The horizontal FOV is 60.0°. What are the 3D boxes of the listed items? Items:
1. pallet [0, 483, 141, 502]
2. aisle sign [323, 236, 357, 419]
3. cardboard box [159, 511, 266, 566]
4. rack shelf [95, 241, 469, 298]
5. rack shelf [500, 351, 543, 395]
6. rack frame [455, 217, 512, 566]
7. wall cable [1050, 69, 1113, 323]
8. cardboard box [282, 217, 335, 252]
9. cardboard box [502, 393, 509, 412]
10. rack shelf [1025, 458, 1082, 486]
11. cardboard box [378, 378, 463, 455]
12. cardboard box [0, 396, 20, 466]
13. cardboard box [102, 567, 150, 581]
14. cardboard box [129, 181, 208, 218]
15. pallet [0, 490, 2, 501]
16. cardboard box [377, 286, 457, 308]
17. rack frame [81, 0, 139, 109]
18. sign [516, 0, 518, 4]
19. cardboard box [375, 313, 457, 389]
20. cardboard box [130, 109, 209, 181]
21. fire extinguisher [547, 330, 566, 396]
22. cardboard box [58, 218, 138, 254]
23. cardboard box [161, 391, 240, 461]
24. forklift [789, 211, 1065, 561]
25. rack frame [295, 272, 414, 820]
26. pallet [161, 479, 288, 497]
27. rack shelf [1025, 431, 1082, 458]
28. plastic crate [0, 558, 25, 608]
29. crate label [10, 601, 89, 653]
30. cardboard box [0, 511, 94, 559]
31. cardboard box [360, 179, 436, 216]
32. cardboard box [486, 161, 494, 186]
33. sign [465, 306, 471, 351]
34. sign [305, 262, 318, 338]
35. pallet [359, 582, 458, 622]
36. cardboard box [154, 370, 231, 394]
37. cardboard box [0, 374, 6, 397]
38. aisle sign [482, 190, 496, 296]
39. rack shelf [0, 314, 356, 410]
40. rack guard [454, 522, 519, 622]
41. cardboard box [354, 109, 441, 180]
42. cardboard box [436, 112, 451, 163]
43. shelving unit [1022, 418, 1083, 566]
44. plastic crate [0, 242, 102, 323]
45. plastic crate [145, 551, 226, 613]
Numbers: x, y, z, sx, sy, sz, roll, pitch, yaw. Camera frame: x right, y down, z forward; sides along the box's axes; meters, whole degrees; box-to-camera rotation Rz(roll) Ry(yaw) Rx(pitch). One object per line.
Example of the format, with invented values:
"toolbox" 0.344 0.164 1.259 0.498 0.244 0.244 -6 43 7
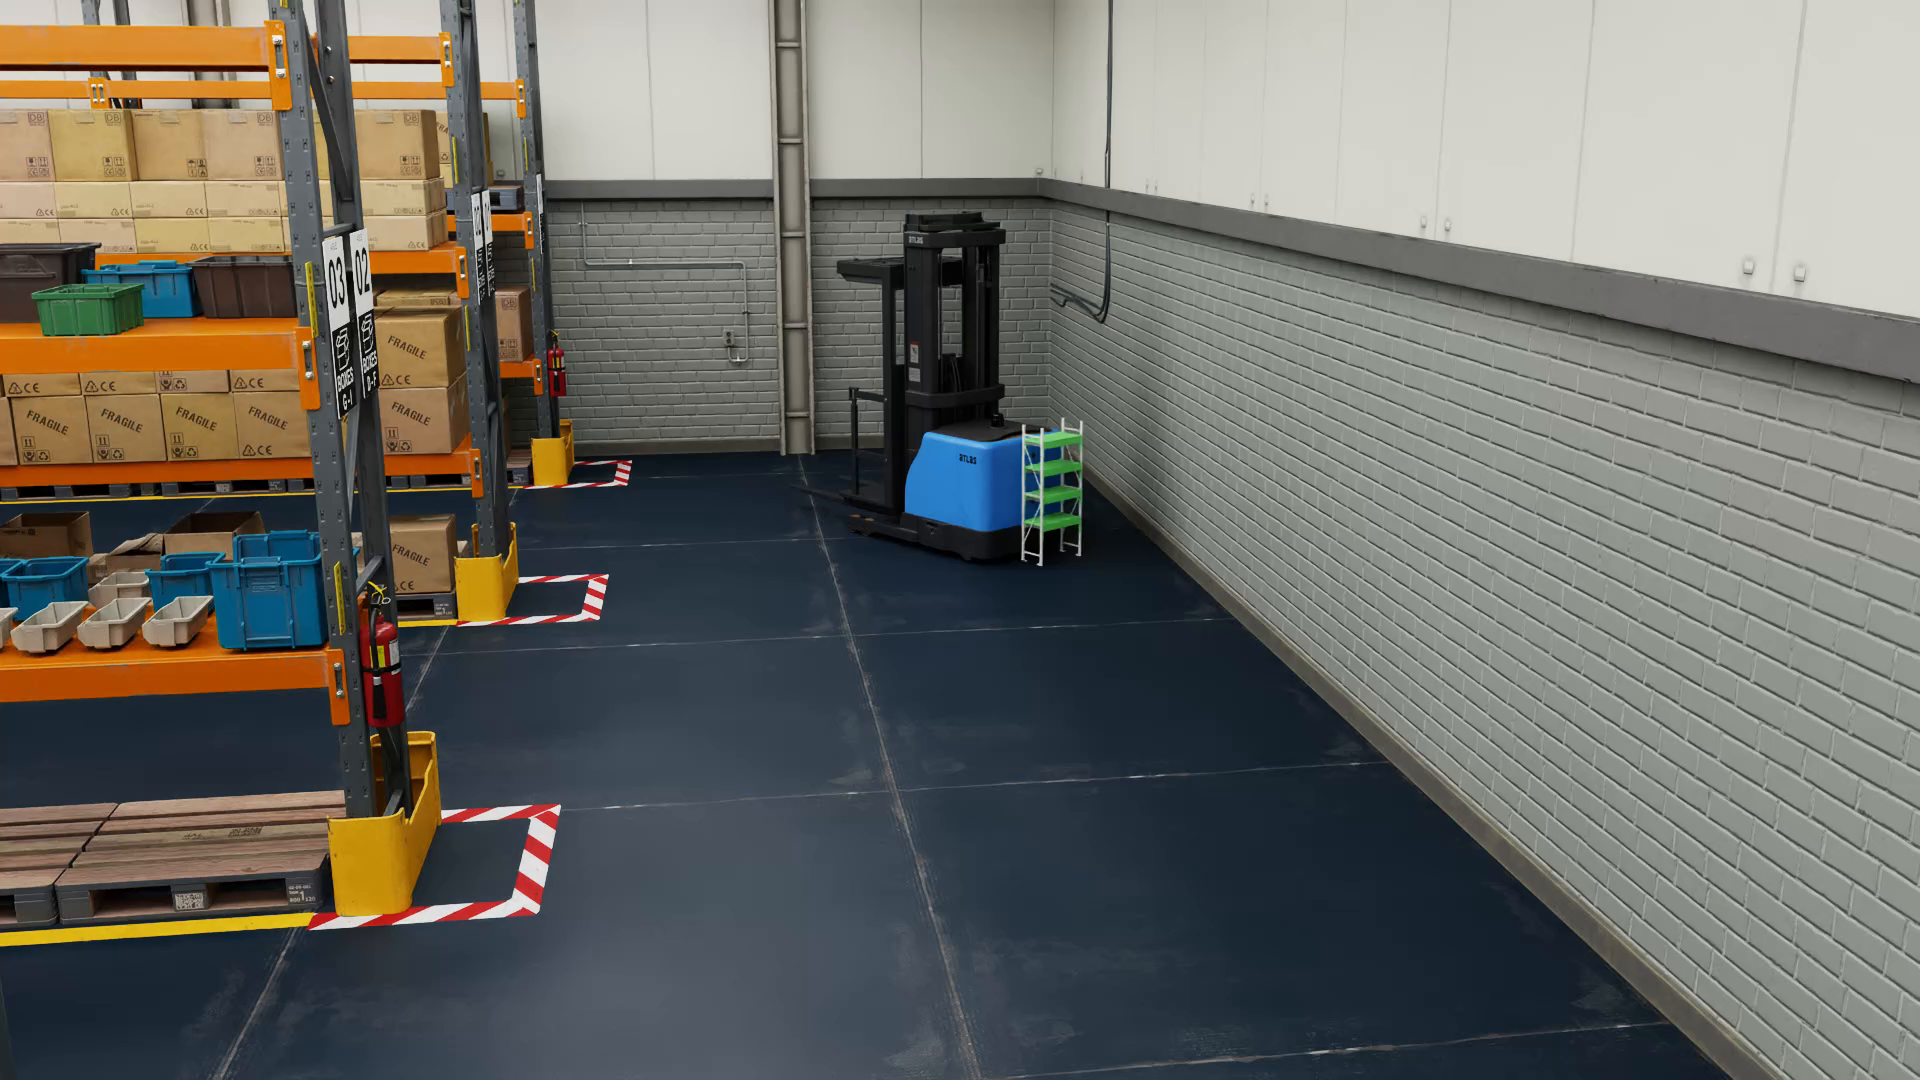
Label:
"pallet" -9.131 -0.622 17.269 1.213 0.211 1.003 -2 14 -8
"aisle sign" -2.833 -0.976 7.602 0.004 0.787 0.394 -2 14 -8
"cardboard box" -5.780 0.099 12.889 0.637 0.503 0.797 -2 14 -8
"rack shelf" -5.660 -2.008 12.374 4.000 0.370 1.077 -2 14 -8
"rack shelf" -6.401 -1.744 17.490 4.000 0.370 1.077 -2 14 -8
"rack frame" -3.682 -0.974 12.941 0.127 3.000 1.000 -2 14 -8
"wall cable" 1.223 -3.689 17.814 0.112 2.526 3.097 -2 14 -8
"cardboard box" -4.647 -2.259 12.205 0.500 0.250 0.500 -2 14 -8
"cardboard box" -5.007 -1.475 17.878 0.250 0.149 0.380 -2 14 -8
"rack shelf" 0.800 -0.593 14.392 0.480 0.148 0.258 -13 19 -42
"cardboard box" -4.084 -0.941 12.603 0.500 0.500 0.500 -2 14 -7
"cardboard box" -7.093 -0.831 12.163 0.500 0.500 0.500 -2 14 -7
"cardboard box" -6.336 0.335 12.642 0.250 0.166 0.380 -2 14 -8
"cardboard box" -5.635 -2.464 11.995 0.500 0.250 0.500 -2 14 -8
"pallet" -10.340 -0.577 17.089 1.213 0.211 1.003 -2 14 -8
"cardboard box" -5.644 -2.261 17.456 0.700 0.700 0.980 -2 14 -9
"rack frame" -8.379 -4.931 16.384 0.127 3.000 1.000 -2 14 -8
"sign" -4.357 -5.436 16.316 0.005 0.325 0.100 -2 14 -8
"cardboard box" -4.081 -1.426 12.479 0.500 0.500 0.500 -2 14 -9
"cardboard box" -5.681 -2.903 12.203 0.500 0.500 0.700 -2 14 -8
"fire extinguisher" -4.206 -1.842 17.325 0.183 0.674 0.296 -2 14 -8
"cardboard box" -6.130 -2.205 11.988 0.500 0.250 0.500 -2 14 -8
"cardboard box" -5.589 -0.887 12.385 0.500 0.500 0.500 -2 14 -9
"forklift" -0.426 -1.534 15.313 1.130 2.935 3.031 -13 19 -41
"rack frame" -2.948 0.217 8.189 0.127 3.000 1.000 -2 14 -8
"pallet" -7.615 -0.677 17.487 1.213 0.211 1.003 -2 14 -8
"rack shelf" 0.799 -0.826 14.334 0.480 0.148 0.258 -13 19 -42
"plastic crate" -4.840 0.258 8.249 0.300 0.233 0.416 -2 14 -8
"crate label" -4.288 0.412 7.831 0.243 0.136 0.396 -2 14 -8
"cardboard box" -7.116 0.081 12.968 0.500 0.500 0.500 -2 14 -8
"cardboard box" -4.152 -2.519 12.214 0.500 0.250 0.500 -2 14 -8
"cardboard box" -5.182 -3.833 17.411 0.500 0.250 0.500 -1 14 -5
"sign" -3.619 -1.555 12.226 0.005 0.325 0.100 -2 14 -8
"sign" -2.850 -1.055 7.312 0.005 0.325 0.100 -2 14 -8
"pallet" -4.545 0.410 13.153 1.213 0.211 1.003 -2 14 -8
"cardboard box" -5.600 -1.369 12.251 0.500 0.500 0.500 -2 14 -7
"cardboard box" -7.129 -1.312 12.027 0.500 0.500 0.500 -2 14 -7
"aisle sign" -3.658 -2.308 12.916 0.004 0.787 0.394 -2 14 -8
"rack shelf" -4.925 -0.816 7.623 4.000 0.370 1.077 -2 14 -8
"rack guard" -3.757 0.241 13.234 0.348 0.500 1.175 -2 14 -8
"cardboard box" -4.187 -2.940 12.352 0.500 0.500 0.700 -2 14 -8
"cardboard box" -5.107 -4.072 16.823 0.500 0.500 0.500 -2 14 -8
"shelving unit" 0.800 -0.422 14.434 0.503 1.200 0.258 -13 19 -42
"plastic crate" -4.499 -1.218 7.875 0.767 0.338 0.504 -2 14 -8
"plastic crate" -3.892 0.223 8.387 0.300 0.233 0.416 -2 14 -8
